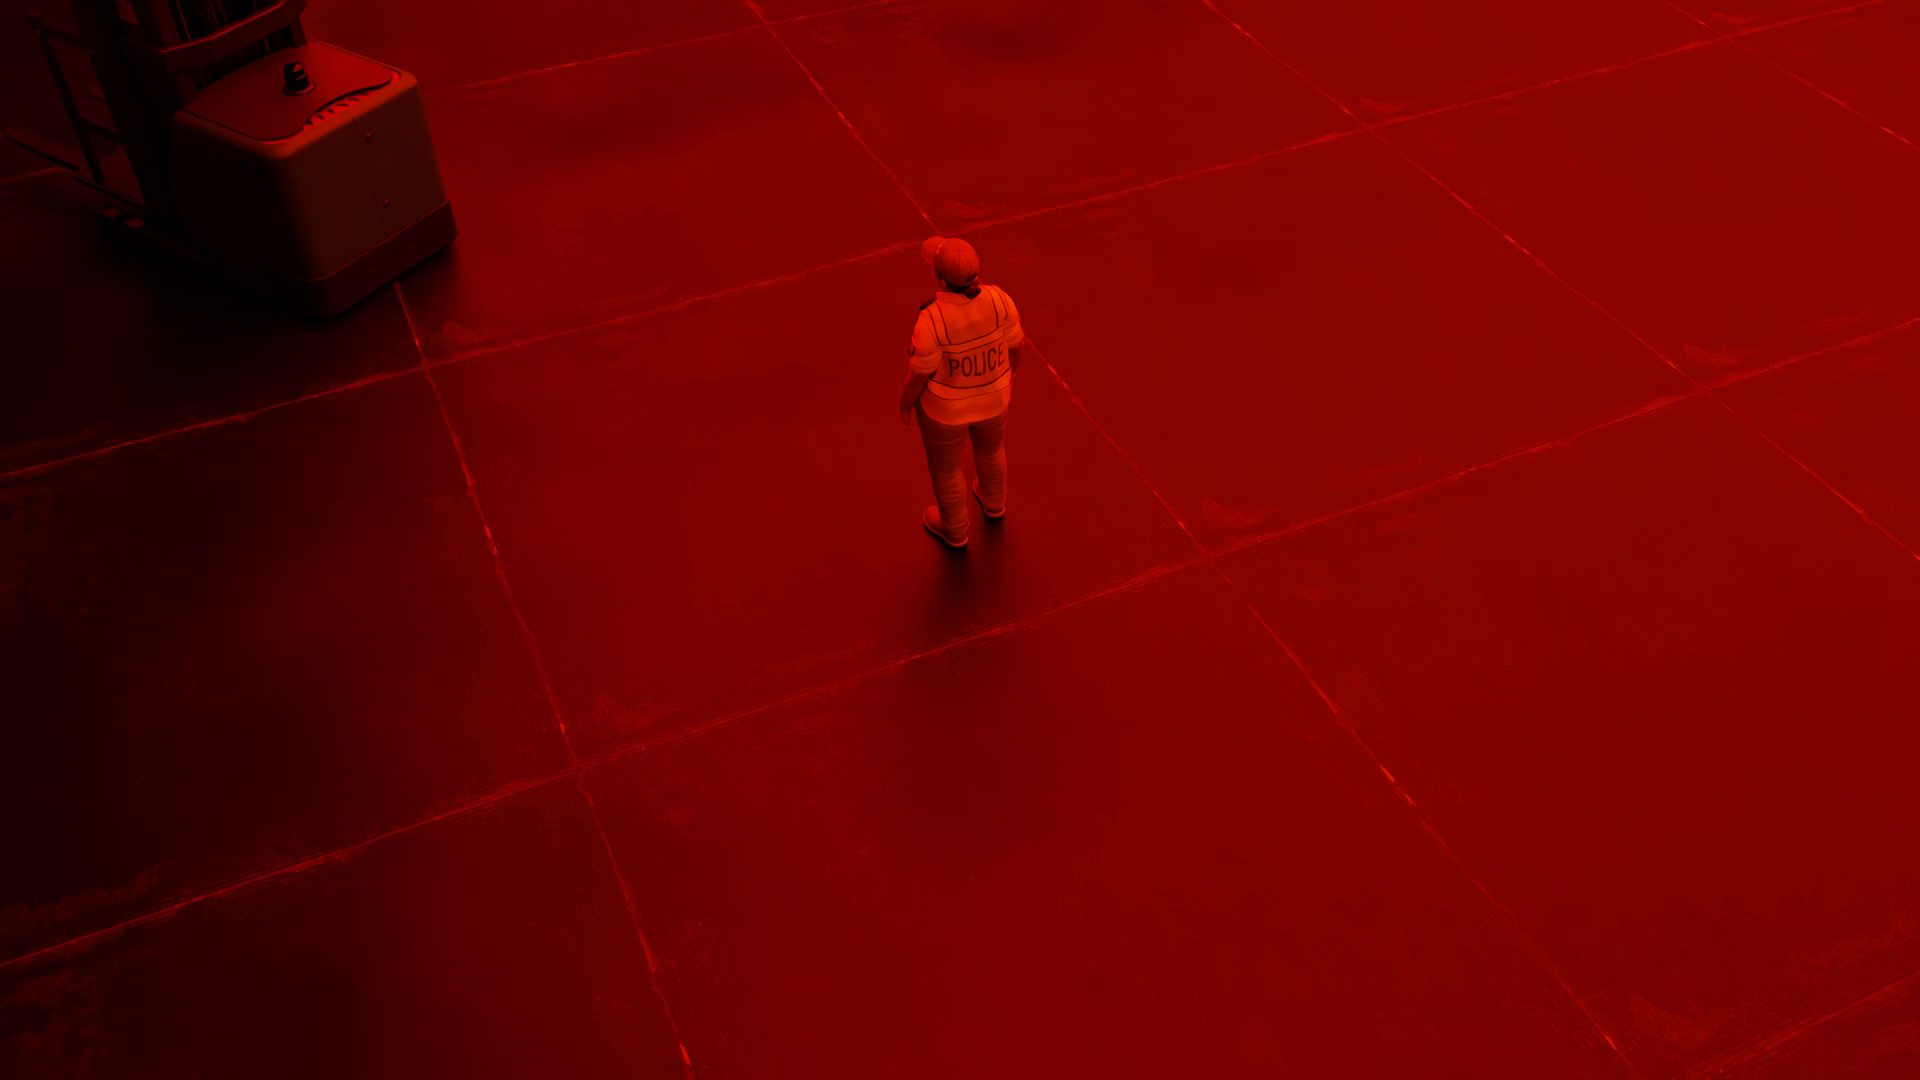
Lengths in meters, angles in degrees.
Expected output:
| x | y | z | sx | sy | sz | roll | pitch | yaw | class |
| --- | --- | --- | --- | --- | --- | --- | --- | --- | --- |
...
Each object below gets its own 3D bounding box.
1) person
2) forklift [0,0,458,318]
| x | y | z | sx | sy | sz | roll | pitch | yaw | class |
| --- | --- | --- | --- | --- | --- | --- | --- | --- | --- |
| -0.011 | -0.668 | 7.313 | 0.598 | 1.670 | 0.529 | -18 | 46 | -18 | person |
| -4.423 | -3.050 | 8.949 | 3.031 | 2.935 | 1.130 | 23 | 48 | 23 | forklift |
